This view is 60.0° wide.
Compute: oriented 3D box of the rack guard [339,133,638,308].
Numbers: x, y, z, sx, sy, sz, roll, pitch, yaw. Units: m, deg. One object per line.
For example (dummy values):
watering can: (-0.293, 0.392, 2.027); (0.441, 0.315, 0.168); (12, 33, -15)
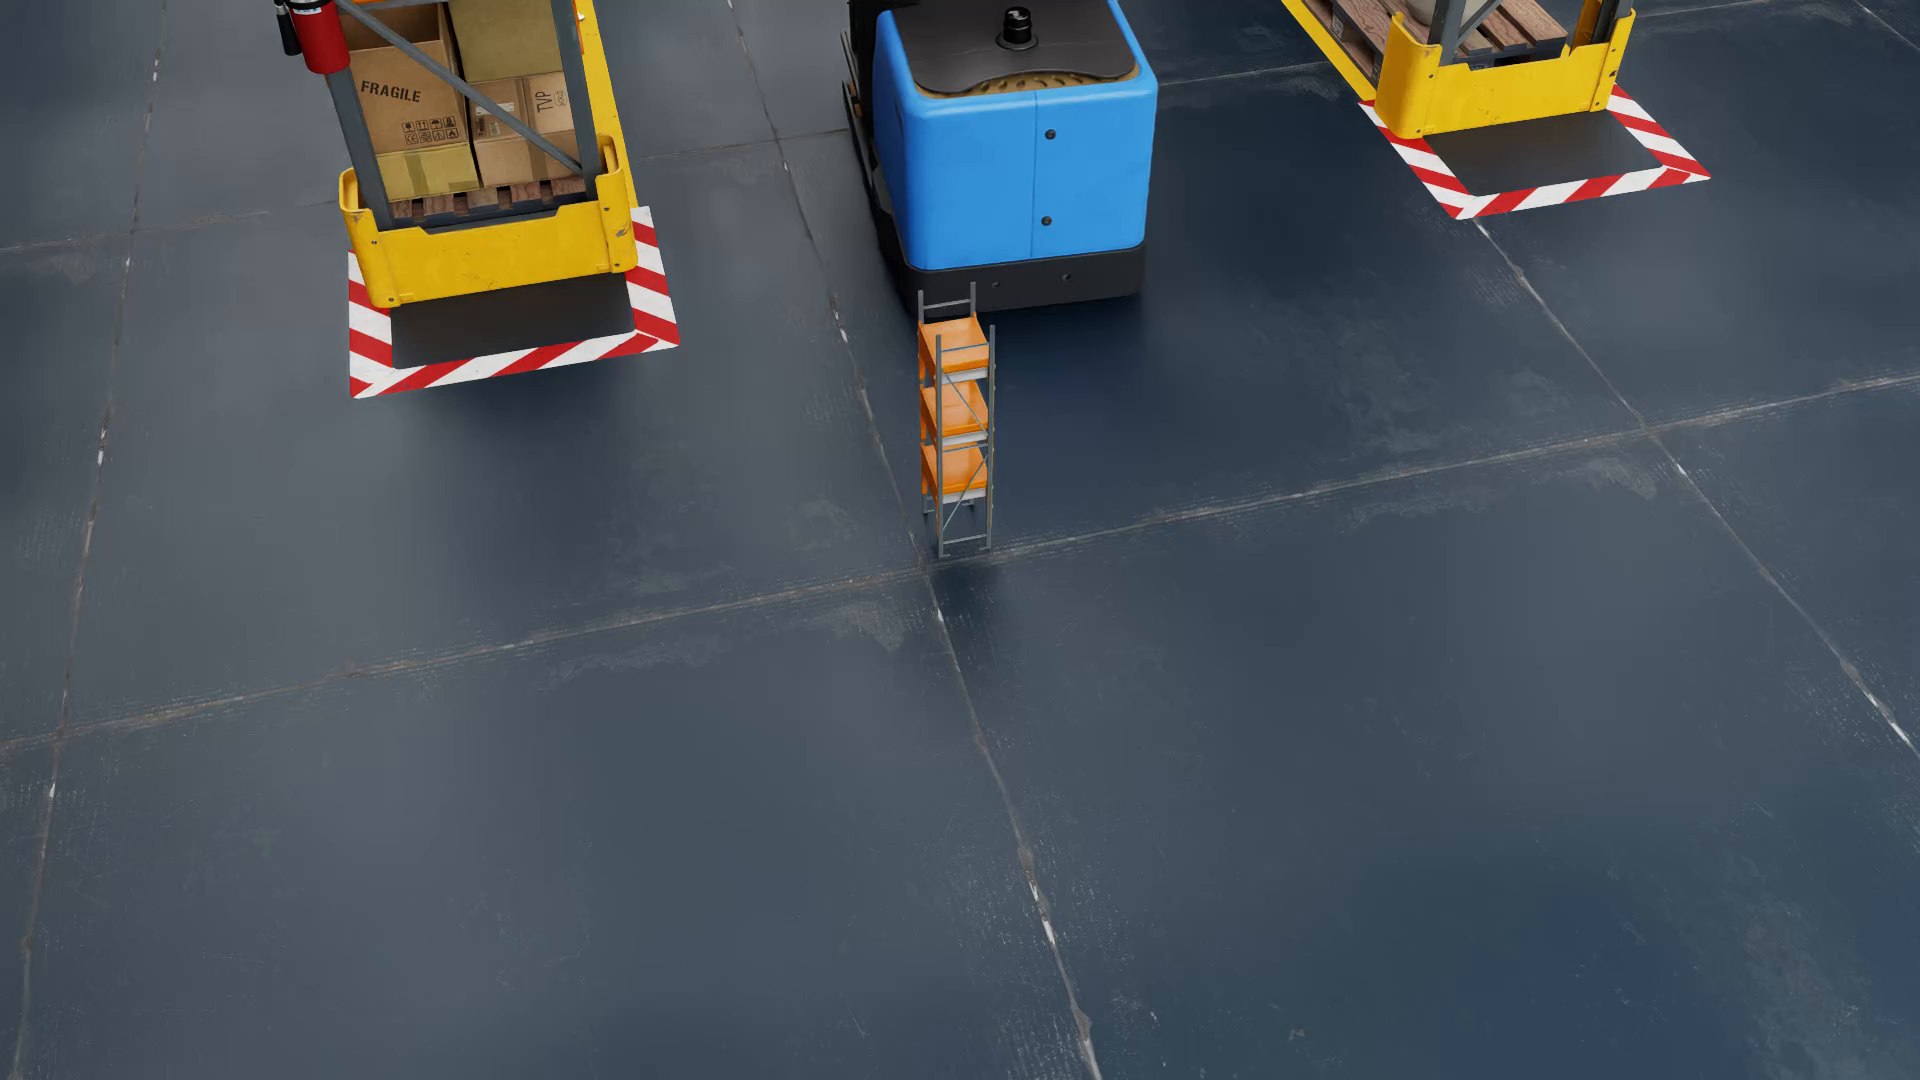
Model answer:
rack guard: (-2.041, -1.399, 7.271); (1.175, 0.500, 0.348); (-11, 47, -10)

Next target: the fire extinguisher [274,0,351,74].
fire extinguisher: (-2.466, -2.097, 6.259); (0.296, 0.674, 0.183); (-11, 47, -10)

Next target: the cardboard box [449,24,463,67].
cardboard box: (-2.739, -2.479, 8.210); (0.500, 0.250, 0.500); (-11, 47, -10)

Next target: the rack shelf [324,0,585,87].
rack shelf: (-2.559, -3.419, 8.004); (1.077, 0.370, 4.000); (-11, 47, -10)

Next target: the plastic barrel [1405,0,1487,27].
plastic barrel: (2.500, -2.910, 8.450); (0.421, 0.512, 0.421); (0, 46, 0)

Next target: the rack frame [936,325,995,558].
rack frame: (0.018, -0.320, 5.829); (0.200, 1.050, 0.008); (-11, 47, -10)

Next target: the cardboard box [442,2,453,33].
cardboard box: (-2.742, -2.741, 7.942); (0.500, 0.500, 0.500); (-11, 47, -10)

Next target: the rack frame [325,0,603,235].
rack frame: (-2.047, -2.290, 6.394); (1.000, 3.000, 0.127); (-11, 47, -10)

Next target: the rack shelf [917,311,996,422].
rack shelf: (-0.014, -0.596, 5.716); (0.215, 0.259, 0.240); (-11, 47, -10)

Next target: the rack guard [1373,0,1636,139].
rack guard: (2.678, -2.362, 8.215); (1.175, 0.500, 0.348); (-11, 47, -10)

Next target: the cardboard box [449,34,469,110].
cardboard box: (-2.609, -2.134, 7.872); (0.500, 0.250, 0.500); (-11, 47, -10)

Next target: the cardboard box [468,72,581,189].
cardboard box: (-1.969, -1.886, 7.629); (0.500, 0.250, 0.500); (-11, 47, -10)

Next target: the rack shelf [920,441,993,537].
rack shelf: (-0.014, -0.202, 6.117); (0.215, 0.259, 0.240); (-11, 47, -10)

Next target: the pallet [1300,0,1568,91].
pallet: (2.475, -2.823, 8.869); (1.003, 0.211, 1.213); (-11, 47, -10)

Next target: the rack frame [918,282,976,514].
rack frame: (-0.045, -0.489, 5.994); (0.200, 1.050, 0.008); (-11, 47, -10)

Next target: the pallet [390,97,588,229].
pallet: (-2.283, -1.835, 7.900); (1.003, 0.211, 1.213); (-11, 47, -10)

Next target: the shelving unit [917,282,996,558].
shelving unit: (-0.014, -0.404, 5.911); (0.215, 1.050, 0.252); (-11, 47, -10)

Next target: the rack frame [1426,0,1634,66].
rack frame: (2.742, -3.193, 7.279); (1.000, 3.000, 0.127); (-11, 47, -10)

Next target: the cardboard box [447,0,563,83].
cardboard box: (-2.099, -2.493, 7.699); (0.500, 0.500, 0.500); (-11, 47, -10)

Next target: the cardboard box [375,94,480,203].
cardboard box: (-2.470, -1.791, 7.536); (0.500, 0.250, 0.500); (-11, 47, -10)

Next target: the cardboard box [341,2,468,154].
cardboard box: (-2.472, -2.053, 7.268); (0.500, 0.500, 0.500); (-11, 47, -10)

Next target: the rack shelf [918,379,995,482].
rack shelf: (-0.014, -0.397, 5.919); (0.215, 0.259, 0.240); (-11, 47, -10)

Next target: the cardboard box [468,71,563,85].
cardboard box: (-2.101, -2.230, 7.967); (0.500, 0.250, 0.500); (-11, 47, -10)

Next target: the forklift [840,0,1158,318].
forklift: (0.027, -3.038, 7.175); (1.130, 2.935, 3.031); (-7, 46, -7)
